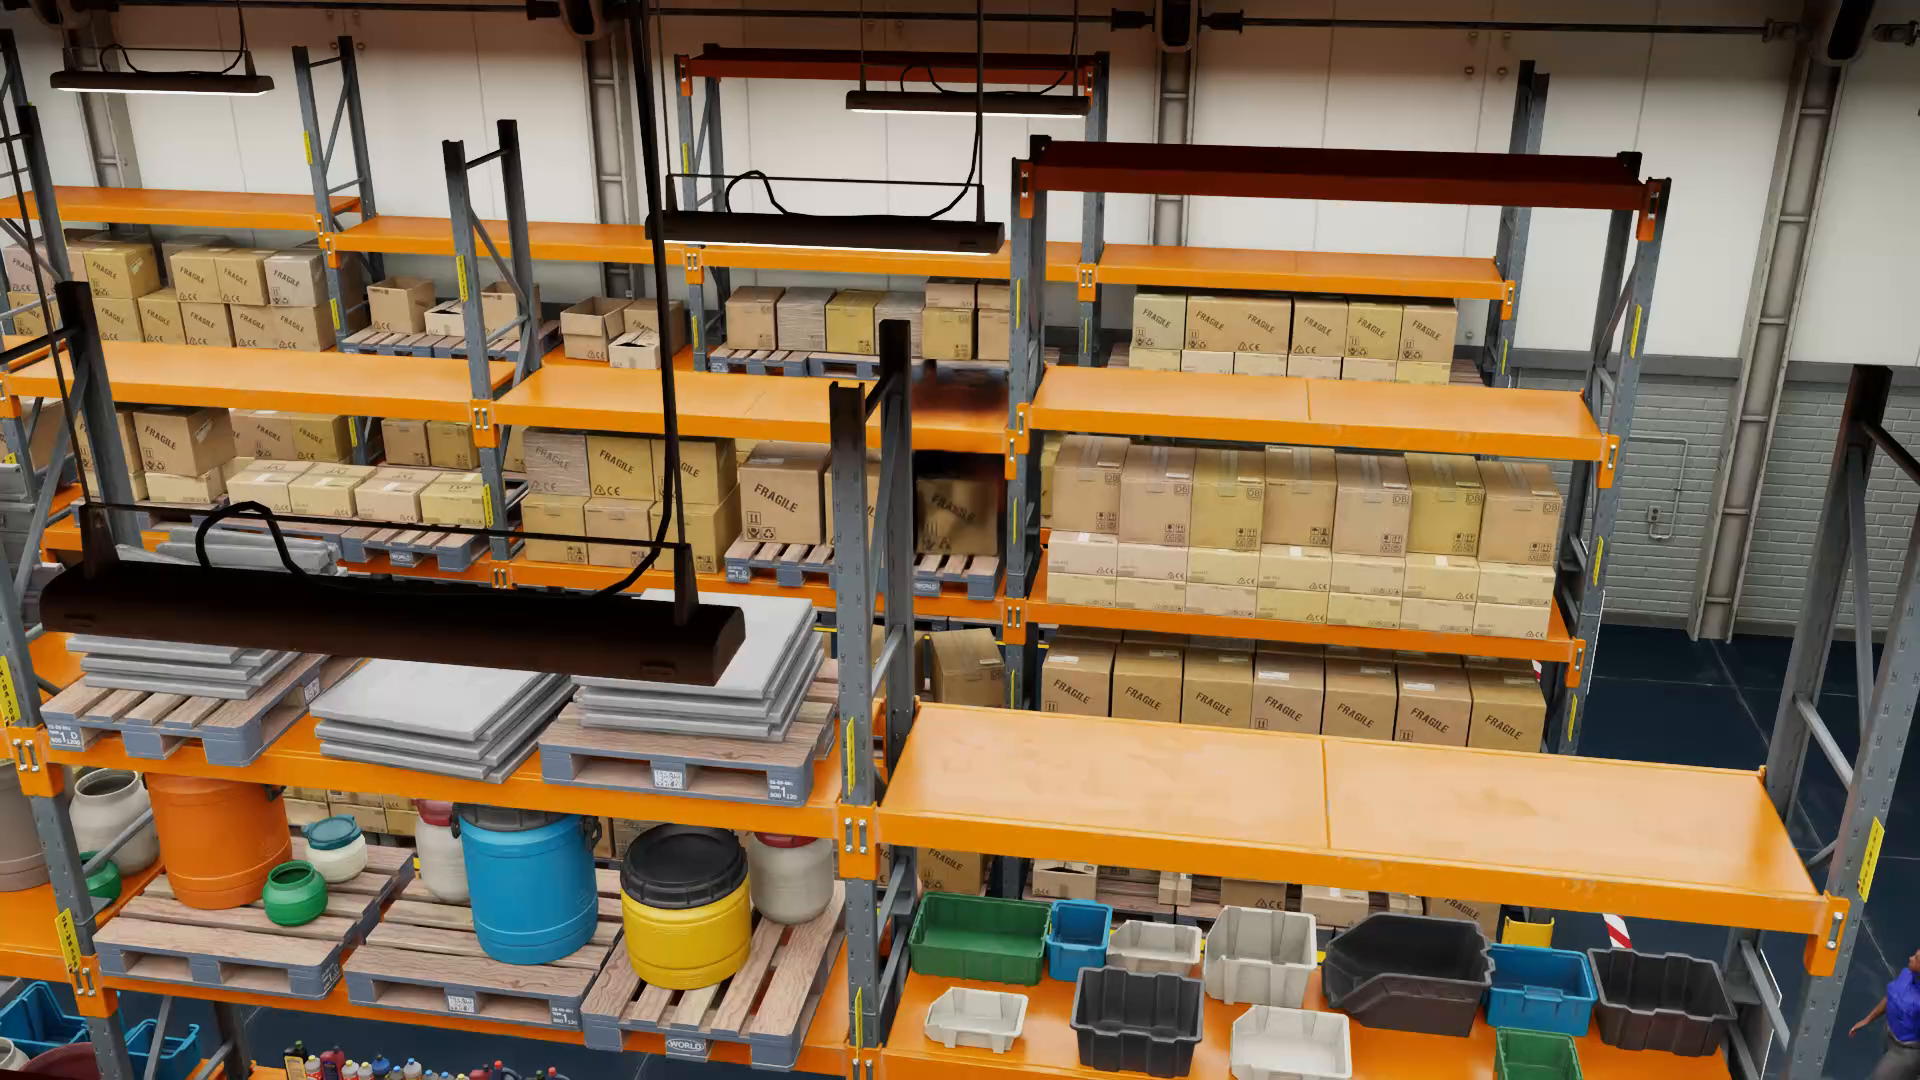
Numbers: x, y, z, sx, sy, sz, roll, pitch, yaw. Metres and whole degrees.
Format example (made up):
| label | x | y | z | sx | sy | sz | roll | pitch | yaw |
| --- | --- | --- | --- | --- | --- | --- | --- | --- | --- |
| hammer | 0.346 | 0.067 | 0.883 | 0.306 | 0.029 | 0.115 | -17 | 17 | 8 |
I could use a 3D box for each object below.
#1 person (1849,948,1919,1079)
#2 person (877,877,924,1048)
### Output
| label | x | y | z | sx | sy | sz | roll | pitch | yaw |
| --- | --- | --- | --- | --- | --- | --- | --- | --- | --- |
| person | 6.008 | 3.244 | 10.653 | 0.998 | 1.595 | 0.483 | 3 | 23 | 6 |
| person | -0.344 | 2.926 | 11.170 | 0.568 | 1.754 | 0.533 | -11 | 25 | -23 |
